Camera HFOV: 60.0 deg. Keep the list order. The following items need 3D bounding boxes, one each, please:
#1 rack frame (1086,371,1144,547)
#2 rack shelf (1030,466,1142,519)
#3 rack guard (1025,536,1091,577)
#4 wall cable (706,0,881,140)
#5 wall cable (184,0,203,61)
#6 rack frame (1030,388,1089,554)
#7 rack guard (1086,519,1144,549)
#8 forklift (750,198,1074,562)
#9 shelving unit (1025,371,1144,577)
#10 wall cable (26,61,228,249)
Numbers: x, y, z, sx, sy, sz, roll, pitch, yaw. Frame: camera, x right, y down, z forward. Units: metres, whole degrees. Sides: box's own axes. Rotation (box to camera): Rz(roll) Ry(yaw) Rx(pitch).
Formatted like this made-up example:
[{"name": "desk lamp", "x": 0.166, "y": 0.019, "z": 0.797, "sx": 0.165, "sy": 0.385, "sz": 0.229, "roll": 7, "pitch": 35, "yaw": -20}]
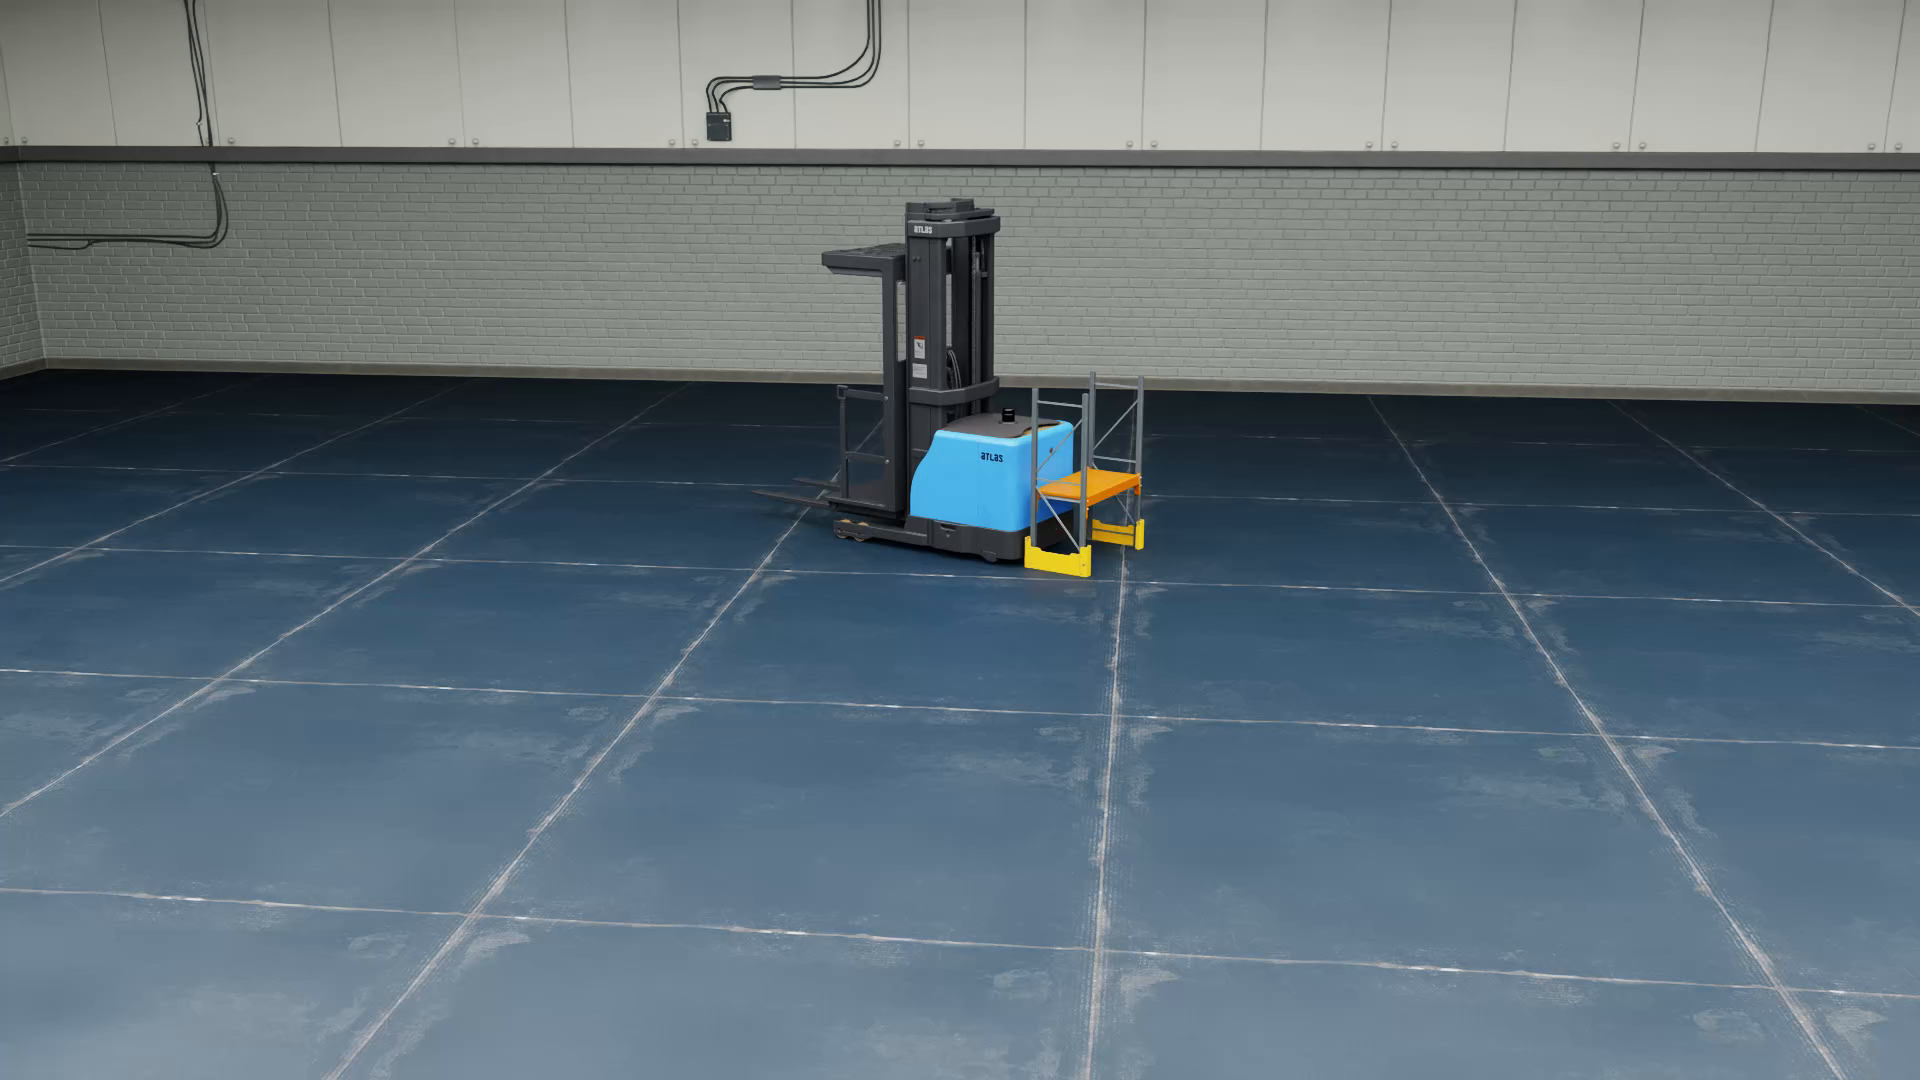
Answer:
[{"name": "rack frame", "x": 1.335, "y": -0.694, "z": 14.353, "sx": 0.500, "sy": 1.500, "sz": 0.032, "roll": 9, "pitch": 18, "yaw": 30}, {"name": "rack shelf", "x": 1.069, "y": -0.407, "z": 13.982, "sx": 0.538, "sy": 0.185, "sz": 1.000, "roll": 9, "pitch": 18, "yaw": 30}, {"name": "rack guard", "x": 0.802, "y": 0.135, "z": 13.682, "sx": 0.587, "sy": 0.250, "sz": 0.087, "roll": 9, "pitch": 18, "yaw": 30}, {"name": "wall cable", "x": -2.156, "y": -8.099, "z": 20.859, "sx": 2.305, "sy": 6.003, "sz": 0.169, "roll": 2, "pitch": 15, "yaw": 6}, {"name": "wall cable", "x": -8.899, "y": -7.600, "z": 21.803, "sx": 3.097, "sy": 2.526, "sz": 0.112, "roll": 2, "pitch": 15, "yaw": 6}, {"name": "rack frame", "x": 0.802, "y": -0.468, "z": 13.517, "sx": 0.500, "sy": 1.500, "sz": 0.032, "roll": 9, "pitch": 18, "yaw": 30}, {"name": "rack guard", "x": 1.325, "y": -0.086, "z": 14.501, "sx": 0.587, "sy": 0.250, "sz": 0.087, "roll": 9, "pitch": 18, "yaw": 30}, {"name": "forklift", "x": -0.516, "y": -1.505, "z": 14.615, "sx": 3.031, "sy": 2.935, "sz": 1.130, "roll": 10, "pitch": 18, "yaw": 33}, {"name": "shelving unit", "x": 1.064, "y": -0.579, "z": 13.928, "sx": 0.587, "sy": 1.500, "sz": 1.083, "roll": 9, "pitch": 18, "yaw": 30}, {"name": "wall cable", "x": -11.587, "y": -5.242, "z": 22.757, "sx": 3.097, "sy": 2.526, "sz": 0.112, "roll": 2, "pitch": 15, "yaw": 6}]
